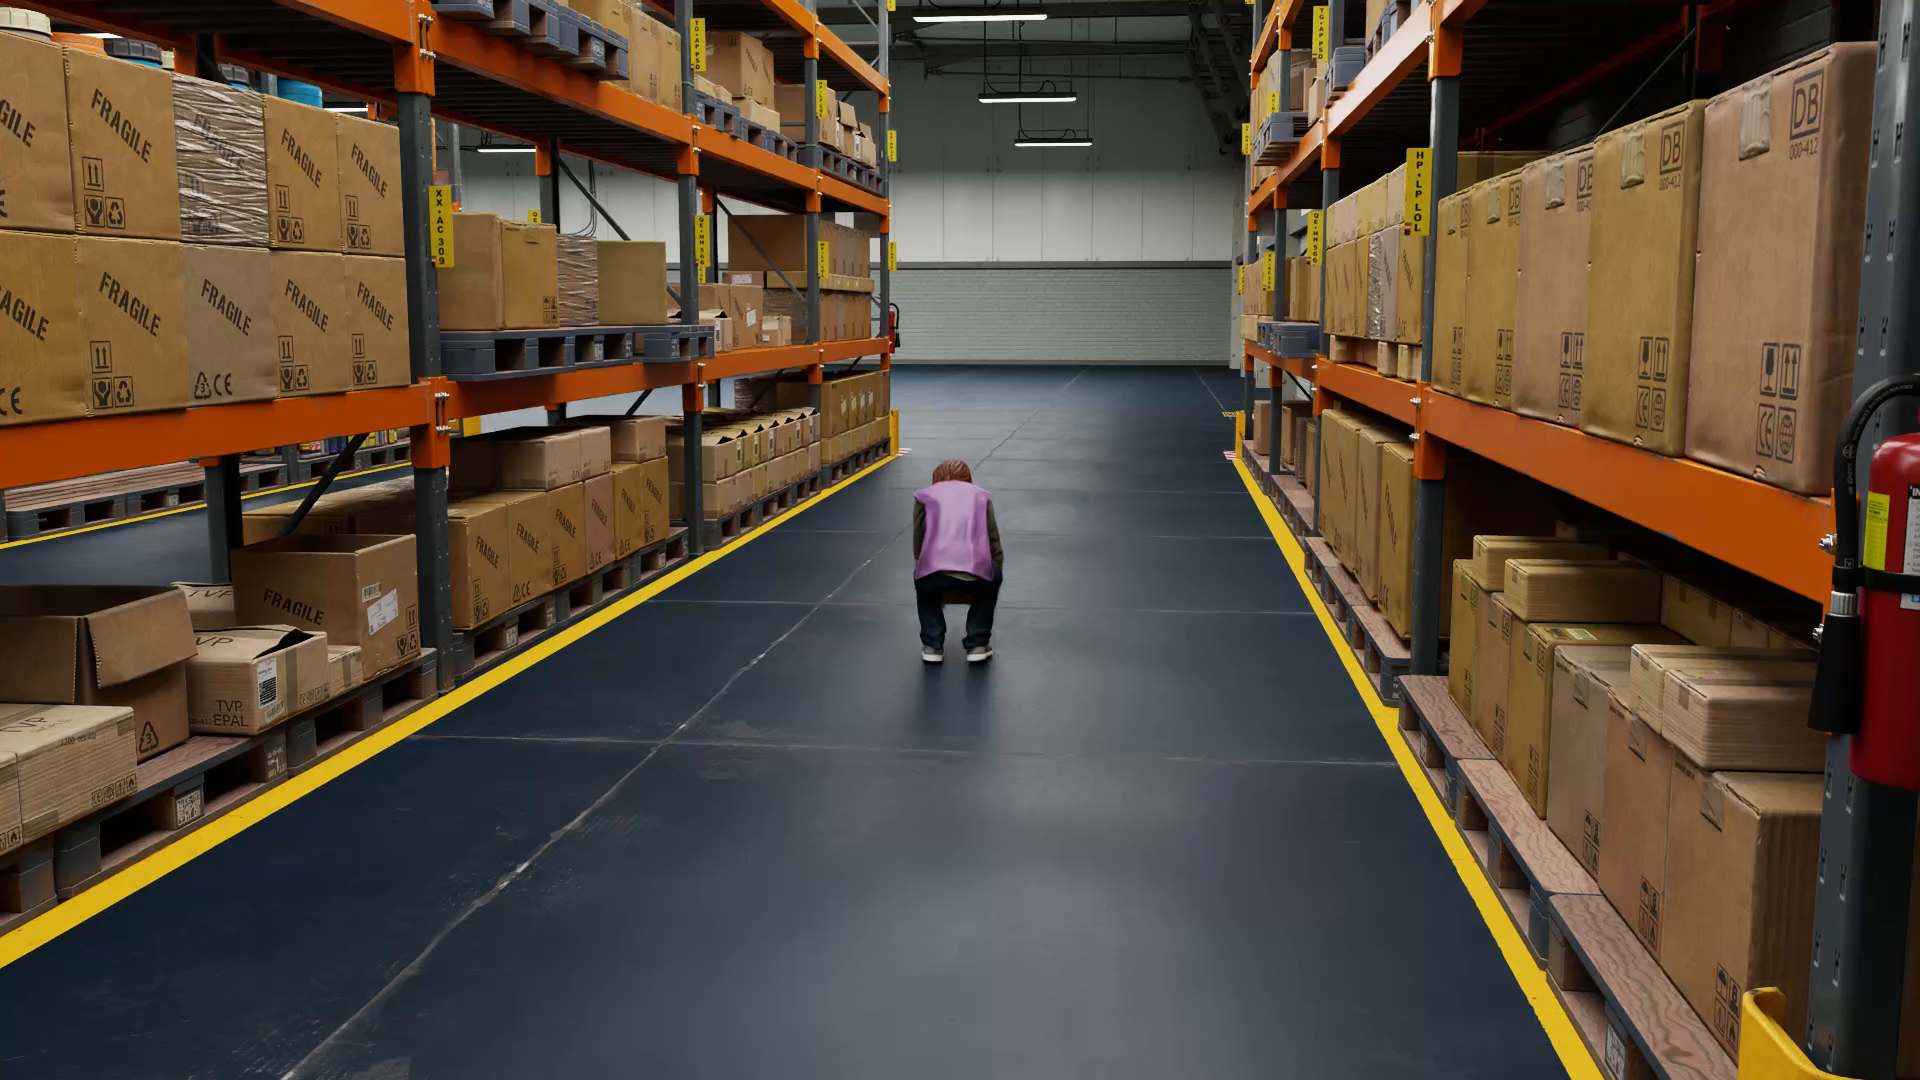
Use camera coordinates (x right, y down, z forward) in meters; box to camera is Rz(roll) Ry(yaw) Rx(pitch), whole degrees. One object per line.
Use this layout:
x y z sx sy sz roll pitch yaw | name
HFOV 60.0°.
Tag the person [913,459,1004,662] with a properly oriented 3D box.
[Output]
-0.023 0.095 7.722 0.442 0.902 0.806 1 8 6 | person
